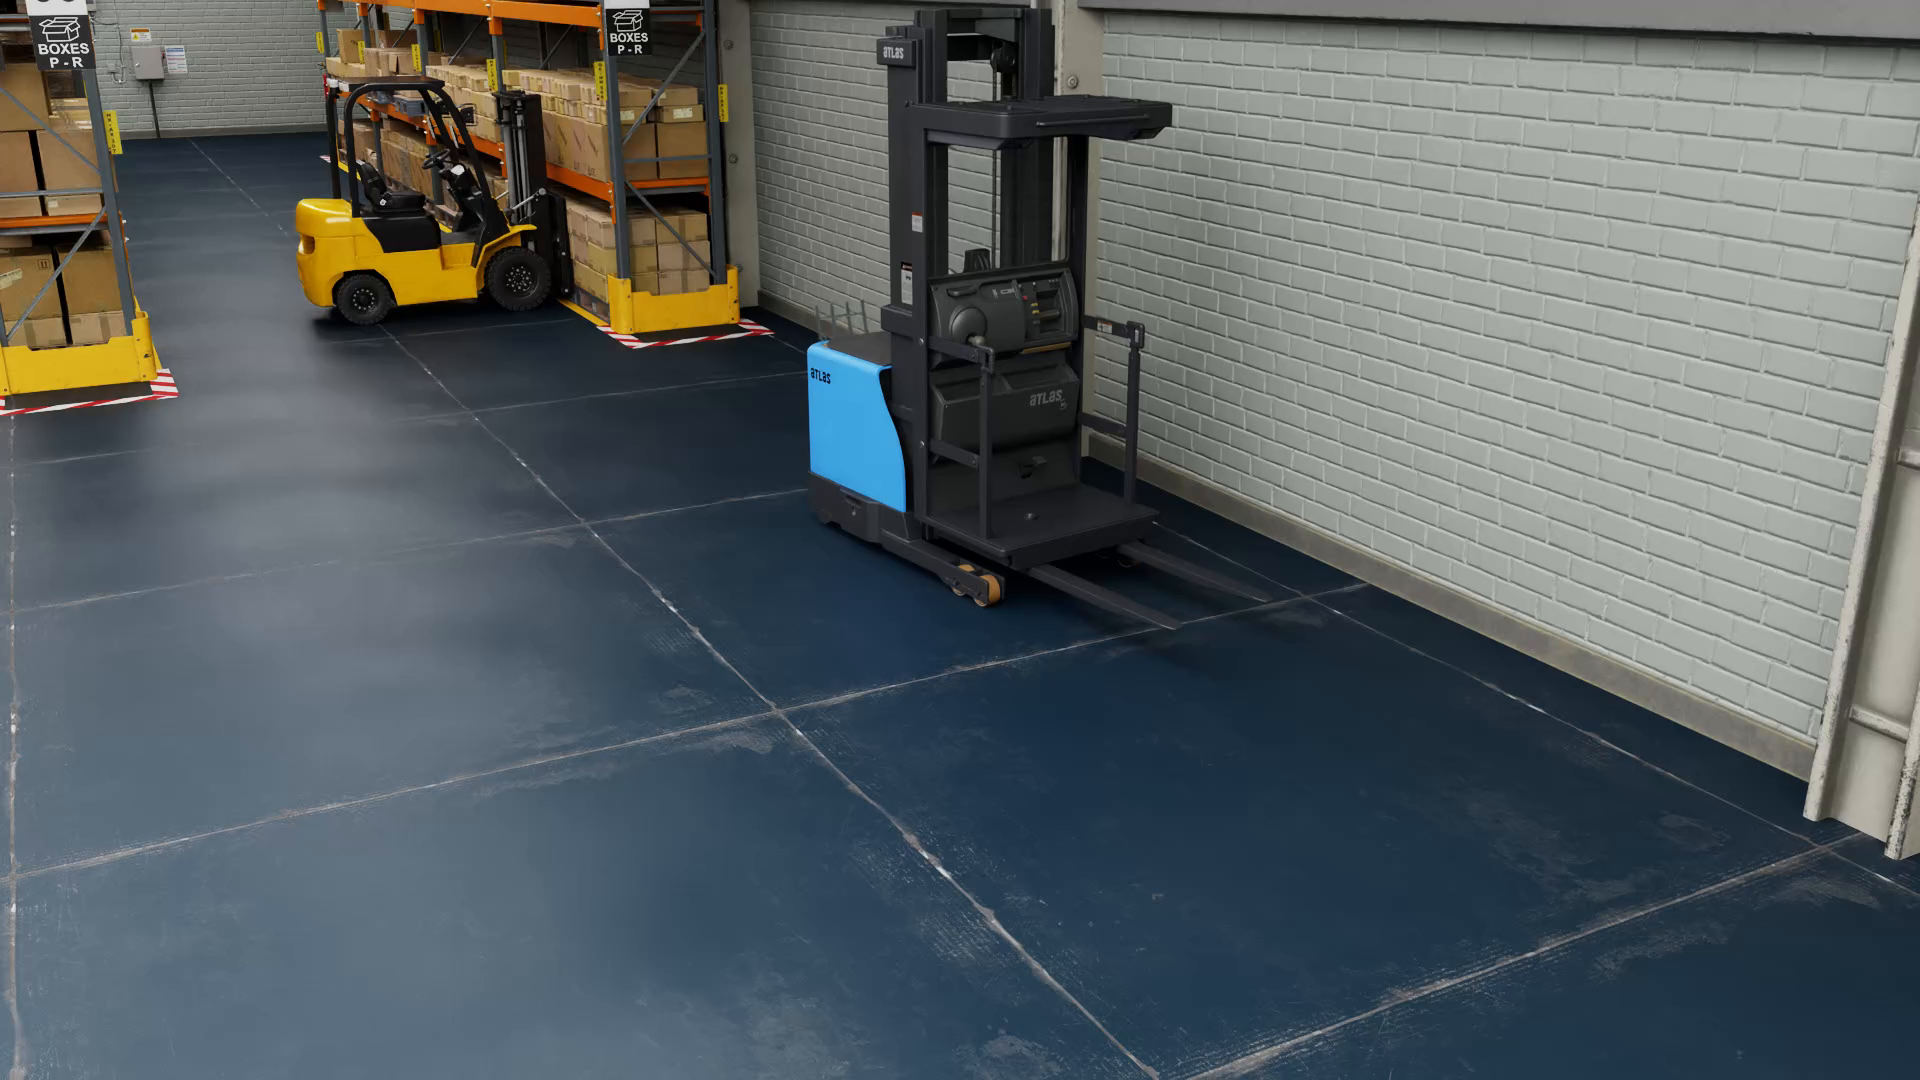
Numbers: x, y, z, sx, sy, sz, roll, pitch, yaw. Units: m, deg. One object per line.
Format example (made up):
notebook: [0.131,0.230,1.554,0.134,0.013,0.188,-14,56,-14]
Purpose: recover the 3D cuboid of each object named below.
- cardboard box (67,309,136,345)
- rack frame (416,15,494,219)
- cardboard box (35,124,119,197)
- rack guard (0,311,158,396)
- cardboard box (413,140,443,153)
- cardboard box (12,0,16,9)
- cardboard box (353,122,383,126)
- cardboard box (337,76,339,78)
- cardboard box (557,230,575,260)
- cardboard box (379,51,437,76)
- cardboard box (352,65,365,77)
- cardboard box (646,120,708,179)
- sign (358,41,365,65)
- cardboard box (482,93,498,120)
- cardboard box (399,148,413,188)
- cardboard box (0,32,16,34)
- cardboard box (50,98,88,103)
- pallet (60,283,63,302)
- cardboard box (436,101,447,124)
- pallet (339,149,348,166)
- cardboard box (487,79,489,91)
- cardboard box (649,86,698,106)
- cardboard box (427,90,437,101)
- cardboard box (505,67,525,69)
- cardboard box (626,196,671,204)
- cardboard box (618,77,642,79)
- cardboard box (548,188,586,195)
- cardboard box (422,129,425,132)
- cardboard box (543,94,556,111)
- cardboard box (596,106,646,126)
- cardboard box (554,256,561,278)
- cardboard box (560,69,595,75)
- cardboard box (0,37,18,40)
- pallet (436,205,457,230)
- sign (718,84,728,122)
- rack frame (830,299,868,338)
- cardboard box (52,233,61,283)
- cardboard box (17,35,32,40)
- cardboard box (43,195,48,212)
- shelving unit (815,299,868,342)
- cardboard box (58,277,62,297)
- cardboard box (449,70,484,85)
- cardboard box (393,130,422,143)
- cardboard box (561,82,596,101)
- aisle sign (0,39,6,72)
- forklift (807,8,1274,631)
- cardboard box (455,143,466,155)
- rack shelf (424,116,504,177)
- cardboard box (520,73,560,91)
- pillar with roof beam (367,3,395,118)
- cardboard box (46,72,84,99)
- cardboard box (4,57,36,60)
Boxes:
cardboard box: [-7.143,-1.816,13.866,0.500,0.250,0.500,-10,21,-27]
rack frame: [-6.436,-5.709,21.578,1.000,3.000,0.127,-10,21,-27]
cardboard box: [-6.984,-3.009,13.145,0.500,0.500,0.500,-10,22,-27]
rack guard: [-7.040,-1.483,13.162,1.175,0.500,0.348,-10,21,-27]
cardboard box: [-7.341,-5.445,23.007,0.380,0.149,0.250,-10,22,-27]
cardboard box: [-7.834,-4.588,14.116,0.380,0.149,0.250,-10,22,-27]
cardboard box: [-9.656,-6.581,27.292,0.700,0.500,0.500,-9,21,-24]
cardboard box: [-10.158,-7.684,27.686,0.380,0.149,0.250,-9,21,-25]
cardboard box: [-3.635,-2.929,16.327,0.500,0.250,0.500,-11,22,-28]
cardboard box: [-7.684,-6.556,23.234,0.700,0.500,0.500,-10,21,-27]
cardboard box: [-9.043,-7.177,25.605,0.500,0.250,0.500,-10,21,-26]
cardboard box: [-2.628,-3.645,15.443,0.500,0.500,0.500,-9,21,-25]
sign: [-8.809,-7.180,24.514,0.100,0.325,0.005,-10,21,-27]
cardboard box: [-4.994,-4.827,18.486,0.500,0.250,0.500,-10,22,-28]
cardboard box: [-7.568,-5.255,23.451,0.500,0.500,0.500,-11,22,-29]
cardboard box: [-13.169,-6.700,22.763,0.500,0.500,0.500,-10,21,-27]
cardboard box: [-8.473,-3.890,15.696,0.500,0.500,0.500,-11,22,-28]
pallet: [-8.553,-2.285,15.931,1.003,0.211,1.213,-10,21,-27]
cardboard box: [-6.206,-5.328,20.703,0.500,0.250,0.500,-10,22,-28]
pallet: [-9.819,-6.437,27.962,1.003,0.211,1.213,-10,21,-27]
cardboard box: [-5.102,-5.128,18.746,0.380,0.149,0.250,-10,21,-27]
cardboard box: [-2.608,-4.036,15.127,0.380,0.149,0.250,-10,22,-28]
cardboard box: [-6.462,-5.705,21.030,0.500,0.250,0.500,-10,21,-27]
cardboard box: [-5.633,-5.800,20.692,0.380,0.149,0.250,-10,22,-28]
cardboard box: [-3.167,-3.239,16.459,0.500,0.250,0.500,-10,21,-27]
cardboard box: [-3.318,-4.485,16.426,0.380,0.149,0.250,-10,21,-26]
cardboard box: [-4.102,-3.455,17.085,0.500,0.250,0.500,-9,21,-25]
cardboard box: [-7.777,-6.045,24.745,0.380,0.149,0.250,-10,21,-27]
cardboard box: [-3.900,-4.335,16.449,0.380,0.149,0.250,-10,22,-28]
cardboard box: [-3.048,-3.822,14.963,0.380,0.149,0.250,-10,21,-26]
cardboard box: [-3.862,-2.832,16.811,0.500,0.250,0.500,-9,21,-25]
cardboard box: [-4.036,-4.932,17.722,0.380,0.149,0.250,-11,22,-28]
cardboard box: [-11.993,-6.003,20.743,0.500,0.500,0.500,-10,22,-28]
pallet: [-6.079,-4.148,21.330,1.003,0.211,1.213,-10,21,-27]
sign: [-2.146,-3.943,15.012,0.100,0.325,0.005,-10,21,-27]
rack frame: [-0.613,-0.863,10.210,0.240,1.200,0.006,-13,10,-33]
cardboard box: [-7.899,-2.624,15.058,0.500,0.500,0.500,-9,21,-24]
cardboard box: [-11.793,-6.222,21.378,0.500,0.500,0.500,-9,21,-25]
cardboard box: [-7.115,-2.724,13.311,0.380,0.149,0.250,-10,21,-26]
shelving unit: [-0.665,-0.868,10.285,0.258,1.200,0.189,-13,10,-33]
cardboard box: [-8.597,-2.327,15.348,0.500,0.250,0.500,-9,21,-24]
cardboard box: [-5.921,-5.557,19.989,0.380,0.149,0.250,-9,21,-26]
cardboard box: [-8.067,-5.897,24.317,0.380,0.149,0.250,-11,22,-29]
cardboard box: [-3.559,-4.255,15.759,0.380,0.149,0.250,-9,21,-25]
aisle sign: [-7.229,-3.809,12.085,0.394,0.787,0.004,-10,21,-27]
forklift: [0.372,-1.220,8.674,1.130,2.935,3.031,-13,23,-34]
cardboard box: [-6.700,-5.370,22.789,0.380,0.149,0.250,-10,21,-26]
rack shelf: [-5.486,-4.795,20.031,1.077,0.370,4.000,-10,21,-27]
cardboard box: [-4.281,-4.695,17.035,0.380,0.149,0.250,-9,21,-25]
pillar with roof beam: [-14.510,-11.088,27.970,9.100,9.000,0.400,-10,21,-27]
cardboard box: [-8.873,-4.356,16.404,0.500,0.500,0.500,-9,21,-25]
cardboard box: [-7.672,-3.562,13.214,0.700,0.500,0.500,-10,21,-26]
